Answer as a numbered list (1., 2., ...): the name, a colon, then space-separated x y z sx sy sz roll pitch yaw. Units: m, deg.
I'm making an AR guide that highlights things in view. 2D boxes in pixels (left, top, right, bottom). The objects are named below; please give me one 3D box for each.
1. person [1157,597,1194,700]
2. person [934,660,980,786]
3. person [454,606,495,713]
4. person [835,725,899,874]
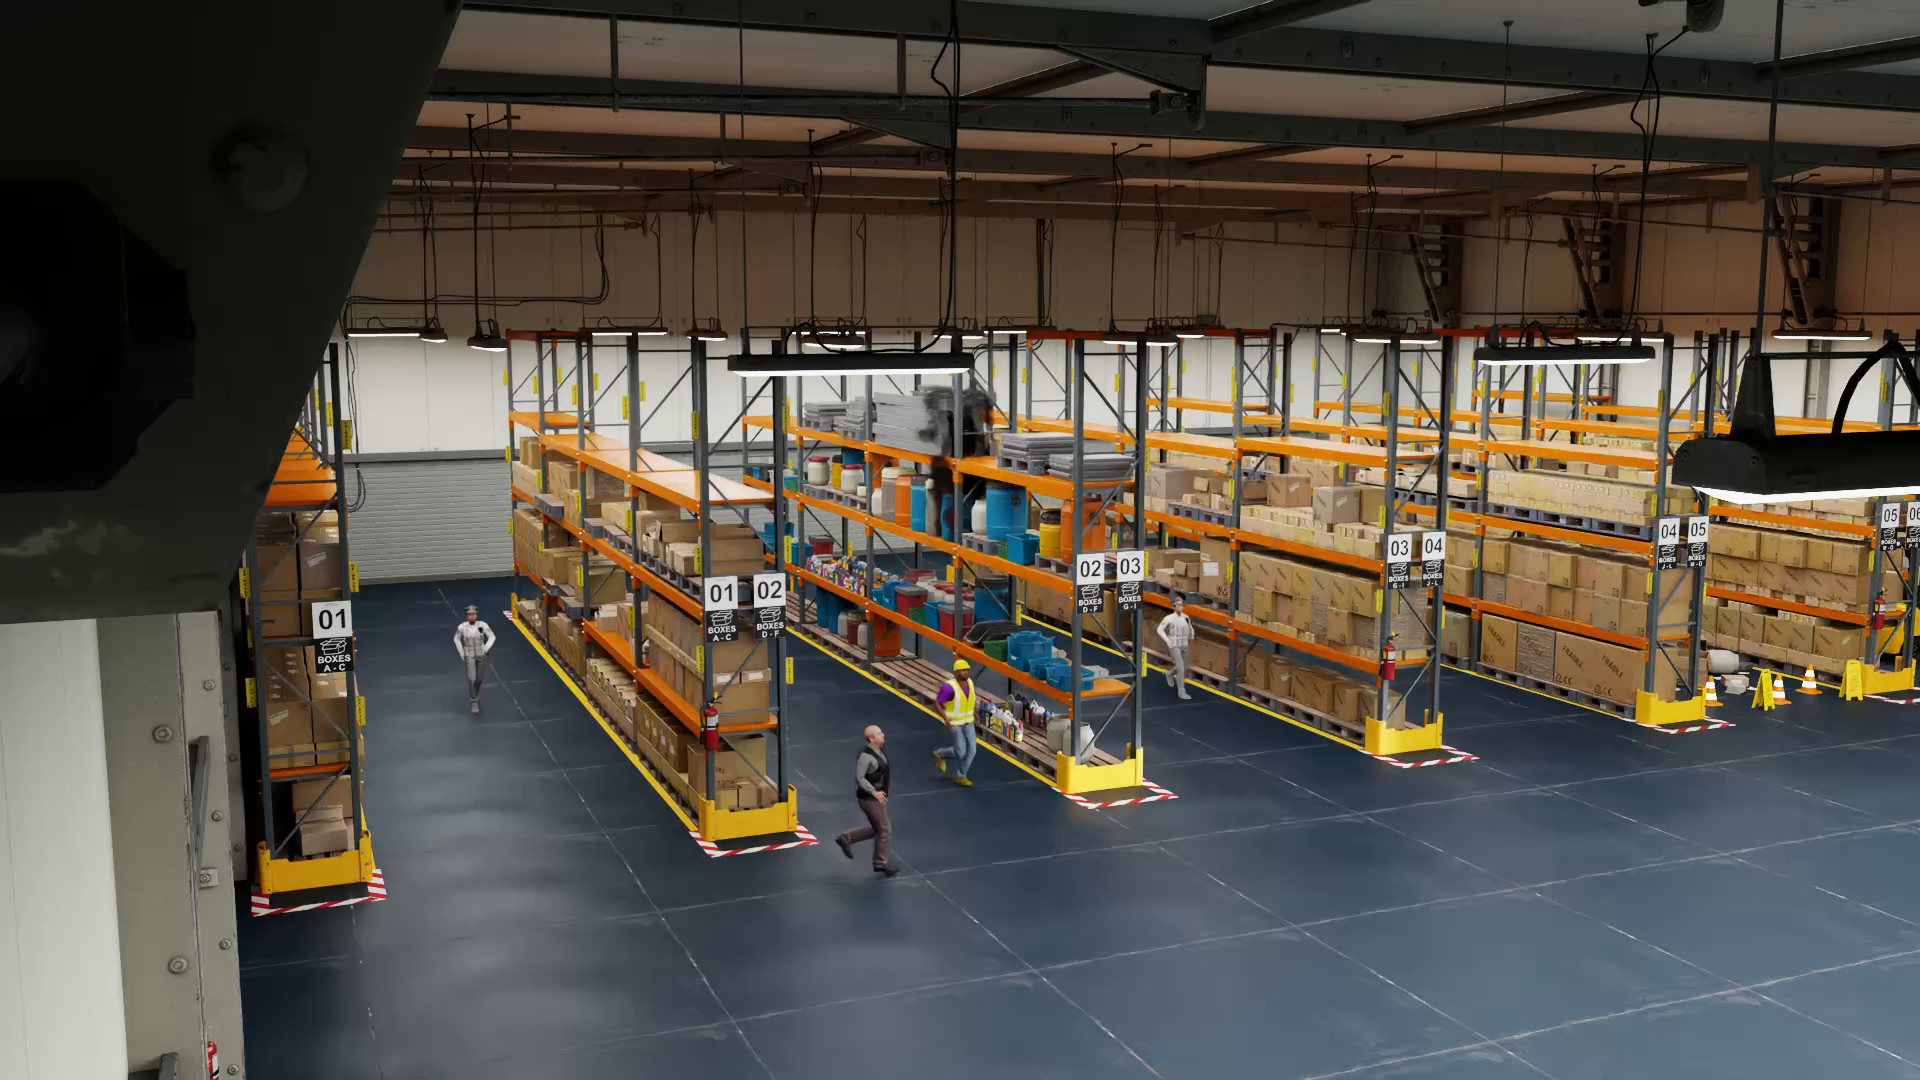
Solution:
1. person: 3.598 1.760 27.571 0.626 1.665 0.823 -4 9 -27
2. person: -0.047 2.438 22.459 0.697 1.697 0.644 -7 10 -40
3. person: -7.785 1.884 26.719 0.634 1.729 0.710 -3 8 -20
4. person: -1.060 2.930 18.884 0.754 1.704 0.660 1 8 8
